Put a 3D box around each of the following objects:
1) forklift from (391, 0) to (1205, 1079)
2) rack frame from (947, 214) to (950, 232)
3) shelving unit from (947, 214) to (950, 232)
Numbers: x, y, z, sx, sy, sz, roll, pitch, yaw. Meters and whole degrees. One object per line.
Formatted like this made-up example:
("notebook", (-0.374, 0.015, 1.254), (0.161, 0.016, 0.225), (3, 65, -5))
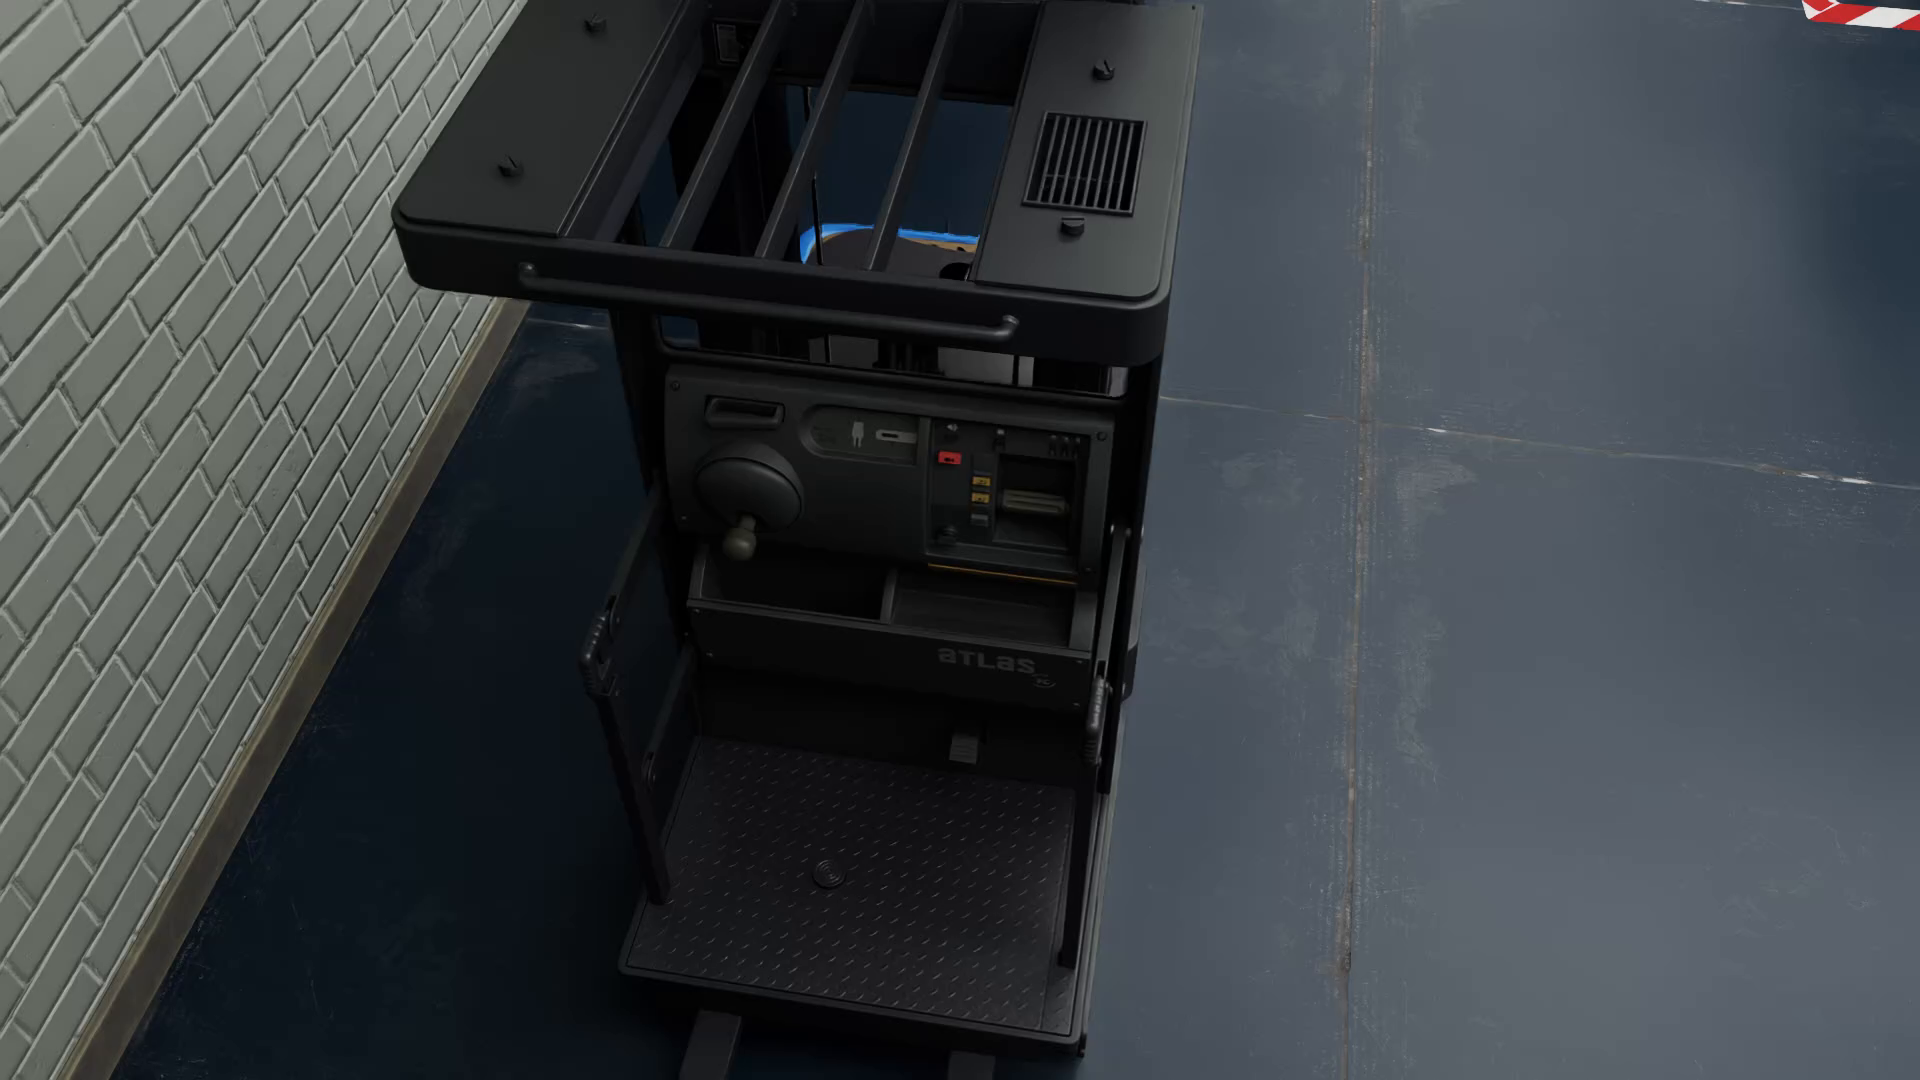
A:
("forklift", (-0.189, -0.018, 3.296), (1.130, 2.935, 3.031), (7, 48, 6))
("rack frame", (-0.051, -0.572, 5.159), (0.006, 0.900, 0.240), (6, 48, 6))
("shelving unit", (0.050, -0.561, 5.149), (0.210, 0.900, 0.258), (6, 48, 6))
